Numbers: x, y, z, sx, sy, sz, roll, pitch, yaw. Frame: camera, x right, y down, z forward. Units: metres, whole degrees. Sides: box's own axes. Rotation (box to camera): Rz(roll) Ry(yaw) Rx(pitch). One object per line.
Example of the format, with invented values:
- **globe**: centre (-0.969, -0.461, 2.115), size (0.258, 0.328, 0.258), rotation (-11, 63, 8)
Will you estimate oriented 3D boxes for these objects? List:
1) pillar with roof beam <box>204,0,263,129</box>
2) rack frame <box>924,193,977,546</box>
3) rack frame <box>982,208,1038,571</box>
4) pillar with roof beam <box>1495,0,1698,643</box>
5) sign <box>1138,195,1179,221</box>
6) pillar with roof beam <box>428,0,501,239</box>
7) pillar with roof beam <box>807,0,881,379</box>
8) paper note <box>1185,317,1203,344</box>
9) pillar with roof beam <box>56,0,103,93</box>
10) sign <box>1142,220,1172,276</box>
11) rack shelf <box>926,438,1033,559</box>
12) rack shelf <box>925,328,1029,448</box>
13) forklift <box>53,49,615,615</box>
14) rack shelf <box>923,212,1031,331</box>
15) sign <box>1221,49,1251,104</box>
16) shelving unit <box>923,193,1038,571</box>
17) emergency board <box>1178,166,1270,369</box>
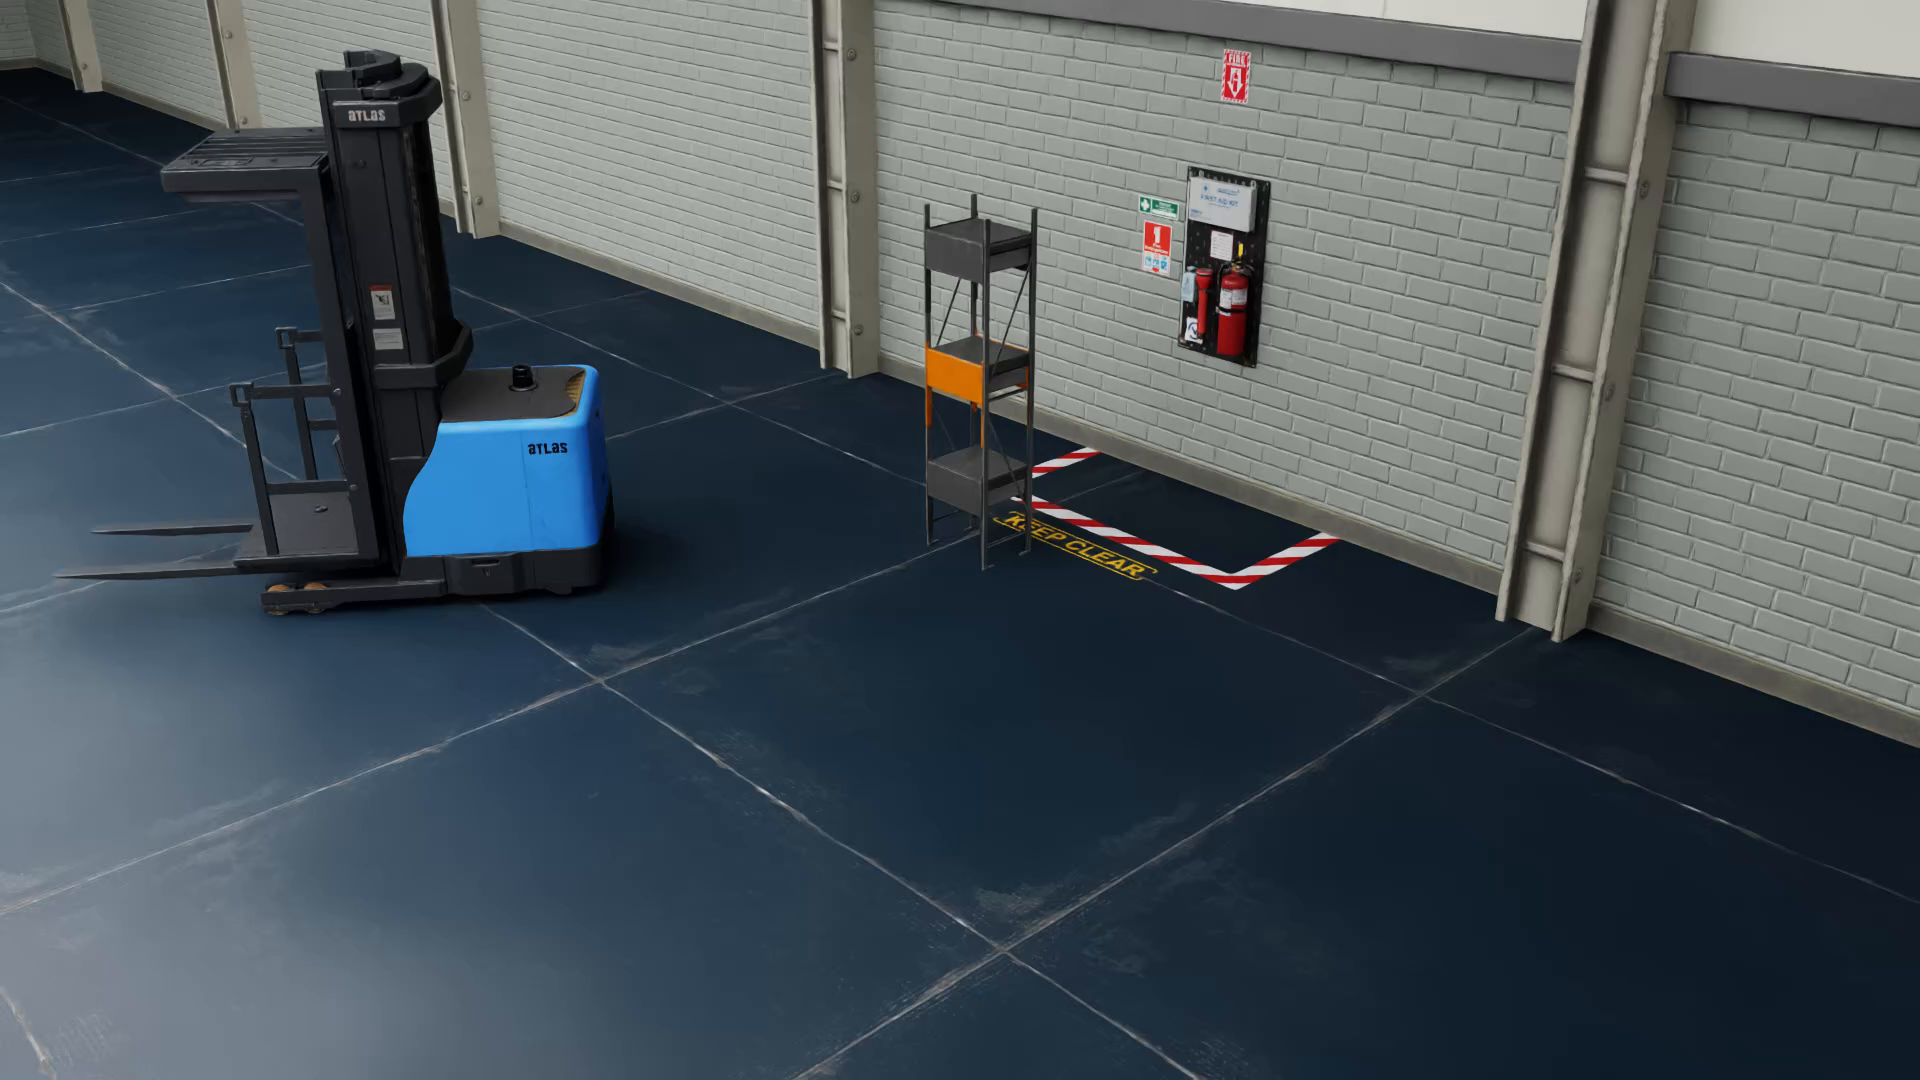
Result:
- **pillar with roof beam**: centre (-12.213, -7.870, 16.659), size (9.100, 9.000, 0.400), rotation (-21, 32, -38)
- **rack frame**: centre (-0.054, -0.979, 9.866), size (0.400, 2.100, 0.015), rotation (-21, 32, -38)
- **rack frame**: centre (0.280, -0.831, 9.542), size (0.400, 2.100, 0.015), rotation (-21, 32, -38)
- **pillar with roof beam**: centre (0.089, -2.417, 4.705), size (9.100, 9.000, 0.400), rotation (-21, 32, -38)
- **sign**: centre (1.265, -2.118, 10.598), size (0.001, 0.109, 0.331), rotation (-21, 32, -38)
- **pillar with roof beam**: centre (-8.113, -6.052, 12.675), size (9.100, 9.000, 0.400), rotation (-21, 32, -38)
- **pillar with roof beam**: centre (-4.012, -4.234, 8.690), size (9.100, 9.000, 0.400), rotation (-21, 32, -38)
- **paper note**: centre (1.500, -1.340, 10.636), size (0.016, 0.148, 0.142), rotation (-21, 32, -38)
- **pillar with roof beam**: centre (-16.314, -9.688, 20.644), size (9.100, 9.000, 0.400), rotation (-21, 32, -38)
- **sign**: centre (1.268, -1.881, 10.716), size (0.001, 0.329, 0.234), rotation (-21, 32, -38)
- **rack shelf**: centre (0.113, -0.256, 10.000), size (0.431, 0.518, 0.480), rotation (-21, 32, -38)
- **rack shelf**: centre (0.113, -0.893, 9.710), size (0.431, 0.518, 0.480), rotation (-21, 32, -38)
- **forklift**: centre (-3.602, -1.145, 9.228), size (3.031, 2.935, 1.130), rotation (-3, 25, -7)
- **rack shelf**: centre (0.113, -1.530, 9.419), size (0.431, 0.518, 0.480), rotation (-21, 32, -38)
- **sign**: centre (1.638, -2.753, 9.879), size (0.001, 0.298, 0.199), rotation (-21, 32, -38)
- **shelving unit**: centre (0.113, -0.905, 9.704), size (0.431, 2.100, 0.503), rotation (-21, 32, -38)
- **emergency board**: centre (1.571, -1.668, 10.292), size (0.194, 1.169, 0.643), rotation (-21, 32, -38)
